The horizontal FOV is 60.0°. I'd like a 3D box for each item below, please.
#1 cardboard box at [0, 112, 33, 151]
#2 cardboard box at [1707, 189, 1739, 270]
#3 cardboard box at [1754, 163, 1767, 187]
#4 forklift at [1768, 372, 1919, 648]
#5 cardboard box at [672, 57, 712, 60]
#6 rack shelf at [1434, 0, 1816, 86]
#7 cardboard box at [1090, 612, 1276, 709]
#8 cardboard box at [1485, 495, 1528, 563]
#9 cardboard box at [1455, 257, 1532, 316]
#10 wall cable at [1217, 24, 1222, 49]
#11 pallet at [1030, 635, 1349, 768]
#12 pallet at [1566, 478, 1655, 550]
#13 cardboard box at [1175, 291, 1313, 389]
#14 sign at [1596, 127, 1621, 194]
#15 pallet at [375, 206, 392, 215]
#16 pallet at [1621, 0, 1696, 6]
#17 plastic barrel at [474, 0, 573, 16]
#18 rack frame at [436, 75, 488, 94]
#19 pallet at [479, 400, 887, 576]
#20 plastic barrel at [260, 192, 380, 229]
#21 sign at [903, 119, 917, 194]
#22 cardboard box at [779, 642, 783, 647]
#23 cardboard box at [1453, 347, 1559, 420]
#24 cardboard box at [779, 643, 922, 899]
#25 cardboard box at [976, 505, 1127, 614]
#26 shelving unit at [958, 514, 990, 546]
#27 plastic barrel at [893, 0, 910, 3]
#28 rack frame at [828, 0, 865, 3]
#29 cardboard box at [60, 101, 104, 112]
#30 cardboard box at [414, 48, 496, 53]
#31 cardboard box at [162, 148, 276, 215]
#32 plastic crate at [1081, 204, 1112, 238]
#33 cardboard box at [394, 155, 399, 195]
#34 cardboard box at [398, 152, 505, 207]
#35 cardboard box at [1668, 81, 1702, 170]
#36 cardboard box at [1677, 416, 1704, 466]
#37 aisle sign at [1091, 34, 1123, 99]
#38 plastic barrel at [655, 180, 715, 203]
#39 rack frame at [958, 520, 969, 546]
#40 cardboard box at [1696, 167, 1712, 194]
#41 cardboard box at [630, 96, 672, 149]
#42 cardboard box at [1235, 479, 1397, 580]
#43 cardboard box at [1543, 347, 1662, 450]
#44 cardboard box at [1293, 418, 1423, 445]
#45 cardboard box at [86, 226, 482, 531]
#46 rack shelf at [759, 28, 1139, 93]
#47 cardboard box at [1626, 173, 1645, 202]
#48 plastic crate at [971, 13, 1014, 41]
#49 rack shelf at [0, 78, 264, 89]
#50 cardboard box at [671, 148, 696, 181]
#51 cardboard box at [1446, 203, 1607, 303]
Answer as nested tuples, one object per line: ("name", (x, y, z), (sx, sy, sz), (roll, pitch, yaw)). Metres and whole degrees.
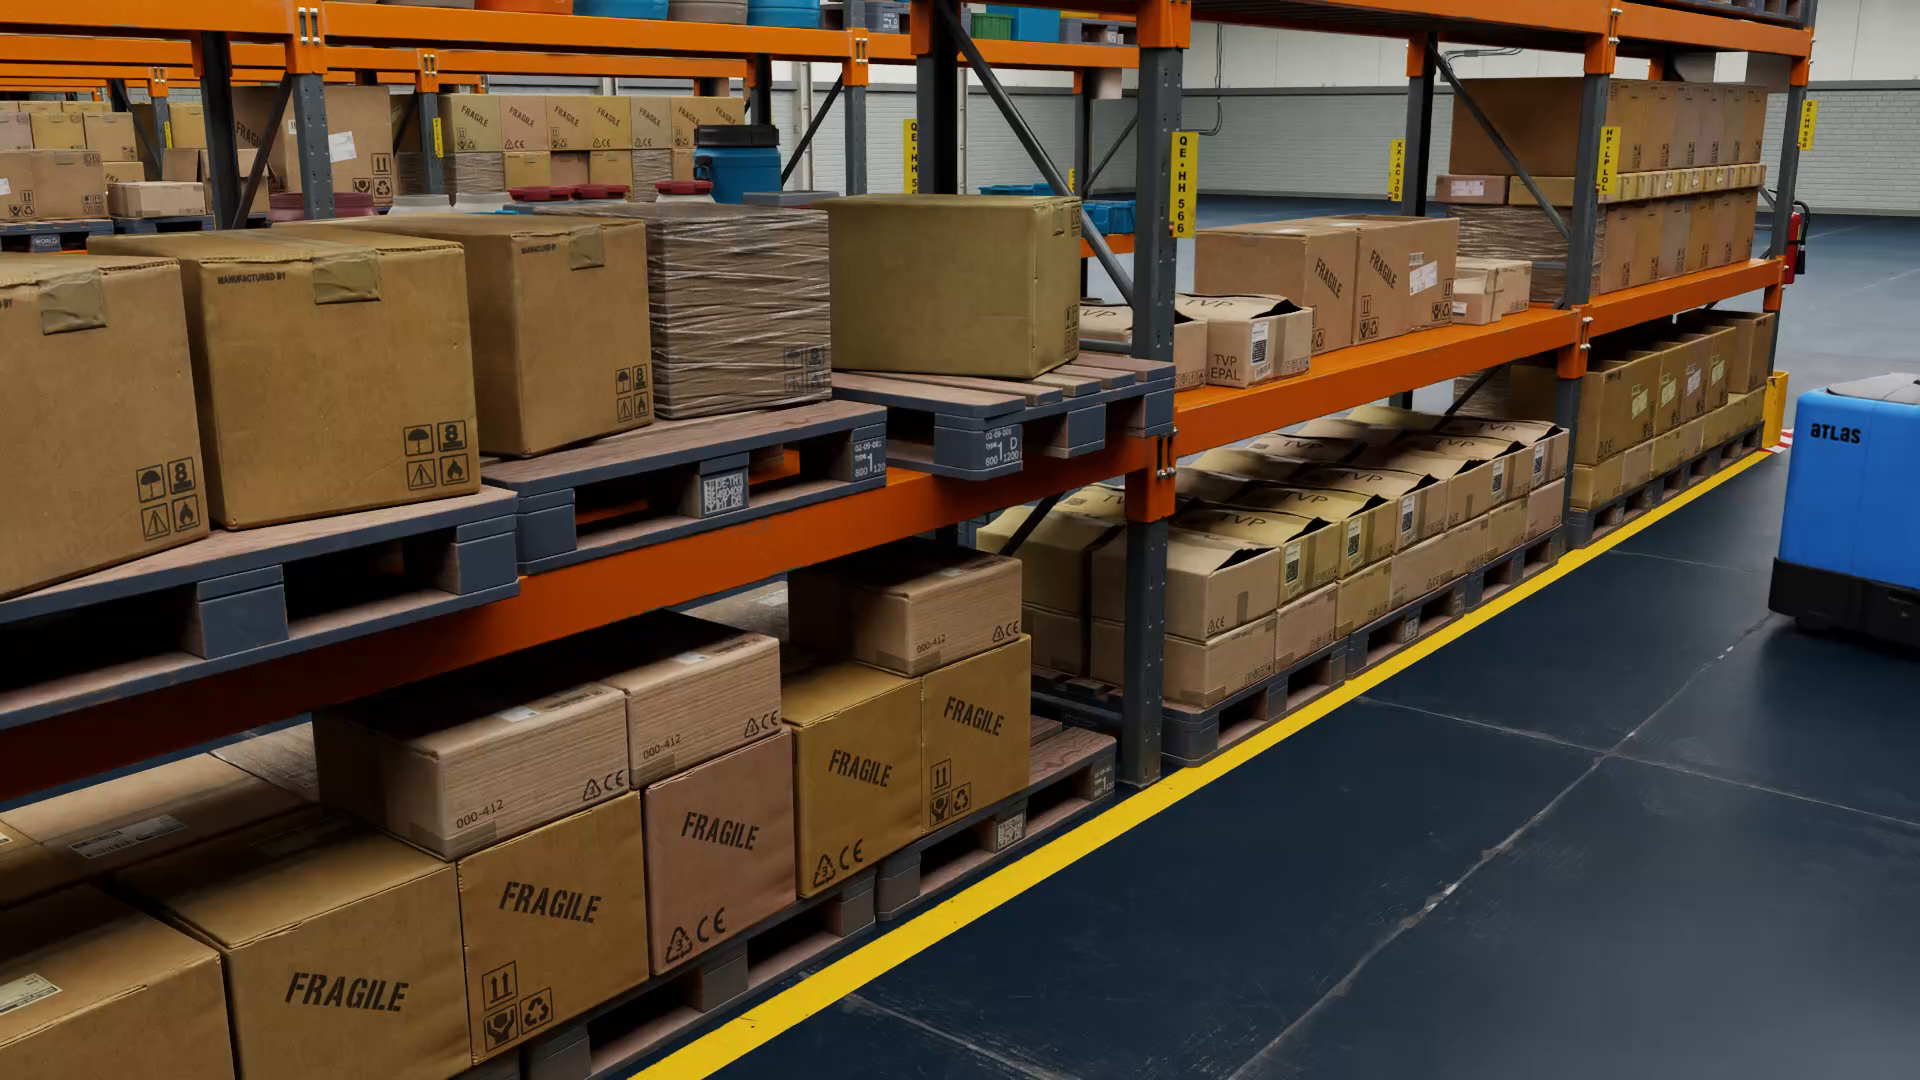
("cardboard box", (-9.656, -4.006, 16.568), (0.700, 0.500, 0.500), (11, 18, 38))
("cardboard box", (4.672, -2.070, 10.976), (0.700, 0.500, 0.500), (12, 18, 39))
("cardboard box", (5.210, -2.470, 11.235), (0.380, 0.149, 0.250), (11, 18, 37))
("forklift", (4.990, -0.820, 6.399), (1.130, 2.935, 3.031), (-11, 18, -36))
("cardboard box", (-2.818, -4.897, 16.521), (0.500, 0.250, 0.500), (11, 18, 38))
("rack shelf", (4.045, -2.932, 9.943), (1.077, 0.370, 4.000), (11, 18, 38))
("cardboard box", (0.831, 0.396, 6.203), (0.500, 0.250, 0.500), (11, 18, 37))
("cardboard box", (2.433, -0.094, 8.133), (0.500, 0.250, 0.500), (11, 18, 37))
("cardboard box", (2.512, -1.271, 8.337), (0.500, 0.250, 0.500), (13, 19, 41))
("wall cable", (8.729, -15.588, 48.255), (3.097, 2.526, 0.112), (11, 18, 38))
("pallet", (0.822, 0.522, 6.641), (1.003, 0.211, 1.213), (11, 18, 38))
("pallet", (3.320, -0.239, 9.633), (1.003, 0.211, 1.213), (11, 18, 38))
("cardboard box", (0.987, -0.776, 6.268), (0.500, 0.311, 0.500), (11, 18, 37))
("sign", (3.216, -1.885, 8.260), (0.100, 0.325, 0.005), (11, 18, 38))
("pallet", (-5.509, -2.761, 14.289), (1.003, 0.211, 1.213), (11, 18, 38))
("pallet", (3.304, -3.022, 9.016), (1.003, 0.211, 1.213), (11, 18, 38))
("plastic barrel", (-2.481, -3.356, 9.278), (0.600, 0.830, 0.708), (11, 18, 38))
("rack frame", (-6.195, -4.531, 20.866), (1.000, 3.000, 0.127), (11, 18, 38))
("pallet", (-0.945, -0.212, 4.255), (1.003, 0.211, 1.213), (11, 18, 38))
("plastic barrel", (-3.521, -1.647, 9.238), (0.600, 0.536, 0.708), (11, 18, 38))
("sign", (-0.160, -1.325, 5.893), (0.100, 0.325, 0.005), (11, 18, 38))
("cardboard box", (-0.878, 0.559, 5.012), (0.500, 0.500, 0.500), (11, 18, 37))
("cardboard box", (3.233, -0.895, 9.763), (0.500, 0.500, 0.500), (11, 18, 38))
("cardboard box", (-0.457, 0.635, 4.716), (0.500, 0.500, 0.500), (10, 18, 36))
("cardboard box", (0.411, 0.041, 6.463), (0.500, 0.311, 0.500), (12, 18, 39))
("shelving unit", (0.009, -0.584, 8.986), (0.258, 1.200, 0.189), (11, 18, 38))
("plastic barrel", (-0.354, -4.286, 11.938), (0.600, 0.901, 0.708), (11, 18, 38))
("rack frame", (-1.063, -5.119, 10.997), (1.000, 3.000, 0.127), (11, 18, 38))
("cardboard box", (-11.503, -5.426, 21.551), (0.700, 0.500, 0.500), (11, 18, 36))
("cardboard box", (-4.433, -4.406, 14.586), (0.500, 0.250, 0.500), (10, 18, 35))
("cardboard box", (-5.933, -2.885, 13.326), (0.797, 0.503, 0.637), (14, 20, 43))
("plastic crate", (0.957, -2.640, 13.724), (0.499, 0.251, 0.408), (11, 18, 38))
("cardboard box", (-7.172, -4.329, 19.767), (0.875, 0.550, 0.550), (11, 18, 38))
("cardboard box", (-4.584, -3.247, 15.006), (0.875, 0.500, 0.500), (11, 18, 38))
("cardboard box", (4.008, -2.496, 10.017), (0.700, 0.500, 0.500), (11, 18, 38))
("cardboard box", (4.261, -0.644, 10.296), (0.500, 0.250, 0.500), (11, 18, 38))
("aisle sign", (1.269, -4.297, 14.664), (0.394, 0.787, 0.004), (11, 18, 38))
("plastic barrel", (-1.834, -2.128, 11.132), (0.433, 0.535, 0.433), (0, 14, 0))
("rack frame", (-0.048, -0.567, 8.917), (0.240, 1.200, 0.006), (11, 18, 38))
("cardboard box", (4.397, -2.222, 10.258), (0.380, 0.149, 0.250), (12, 18, 39))
("cardboard box", (-3.180, -4.086, 16.276), (0.500, 0.500, 0.500), (11, 18, 38))
("cardboard box", (1.477, -0.075, 6.918), (0.500, 0.311, 0.500), (11, 18, 36))
("cardboard box", (3.631, -0.816, 9.451), (0.500, 0.500, 0.500), (11, 18, 38))
("cardboard box", (2.016, -0.451, 8.400), (0.500, 0.311, 0.500), (11, 18, 37))
("cardboard box", (-1.386, -0.362, 3.399), (0.500, 0.500, 0.700), (-12, 19, -40))
("rack shelf", (0.194, -3.700, 12.963), (1.077, 0.370, 4.000), (11, 18, 38))
("cardboard box", (3.590, -1.977, 9.292), (0.380, 0.149, 0.250), (11, 18, 37))
("plastic crate", (0.141, -3.823, 12.416), (0.336, 0.188, 0.450), (11, 18, 38))
("rack shelf", (-11.366, -6.000, 22.017), (1.077, 0.370, 4.000), (11, 18, 38))
("cardboard box", (-2.989, -3.721, 16.872), (0.875, 0.500, 0.500), (11, 18, 38))
("cardboard box", (3.062, -1.579, 9.042), (0.700, 0.500, 0.500), (11, 18, 36))
